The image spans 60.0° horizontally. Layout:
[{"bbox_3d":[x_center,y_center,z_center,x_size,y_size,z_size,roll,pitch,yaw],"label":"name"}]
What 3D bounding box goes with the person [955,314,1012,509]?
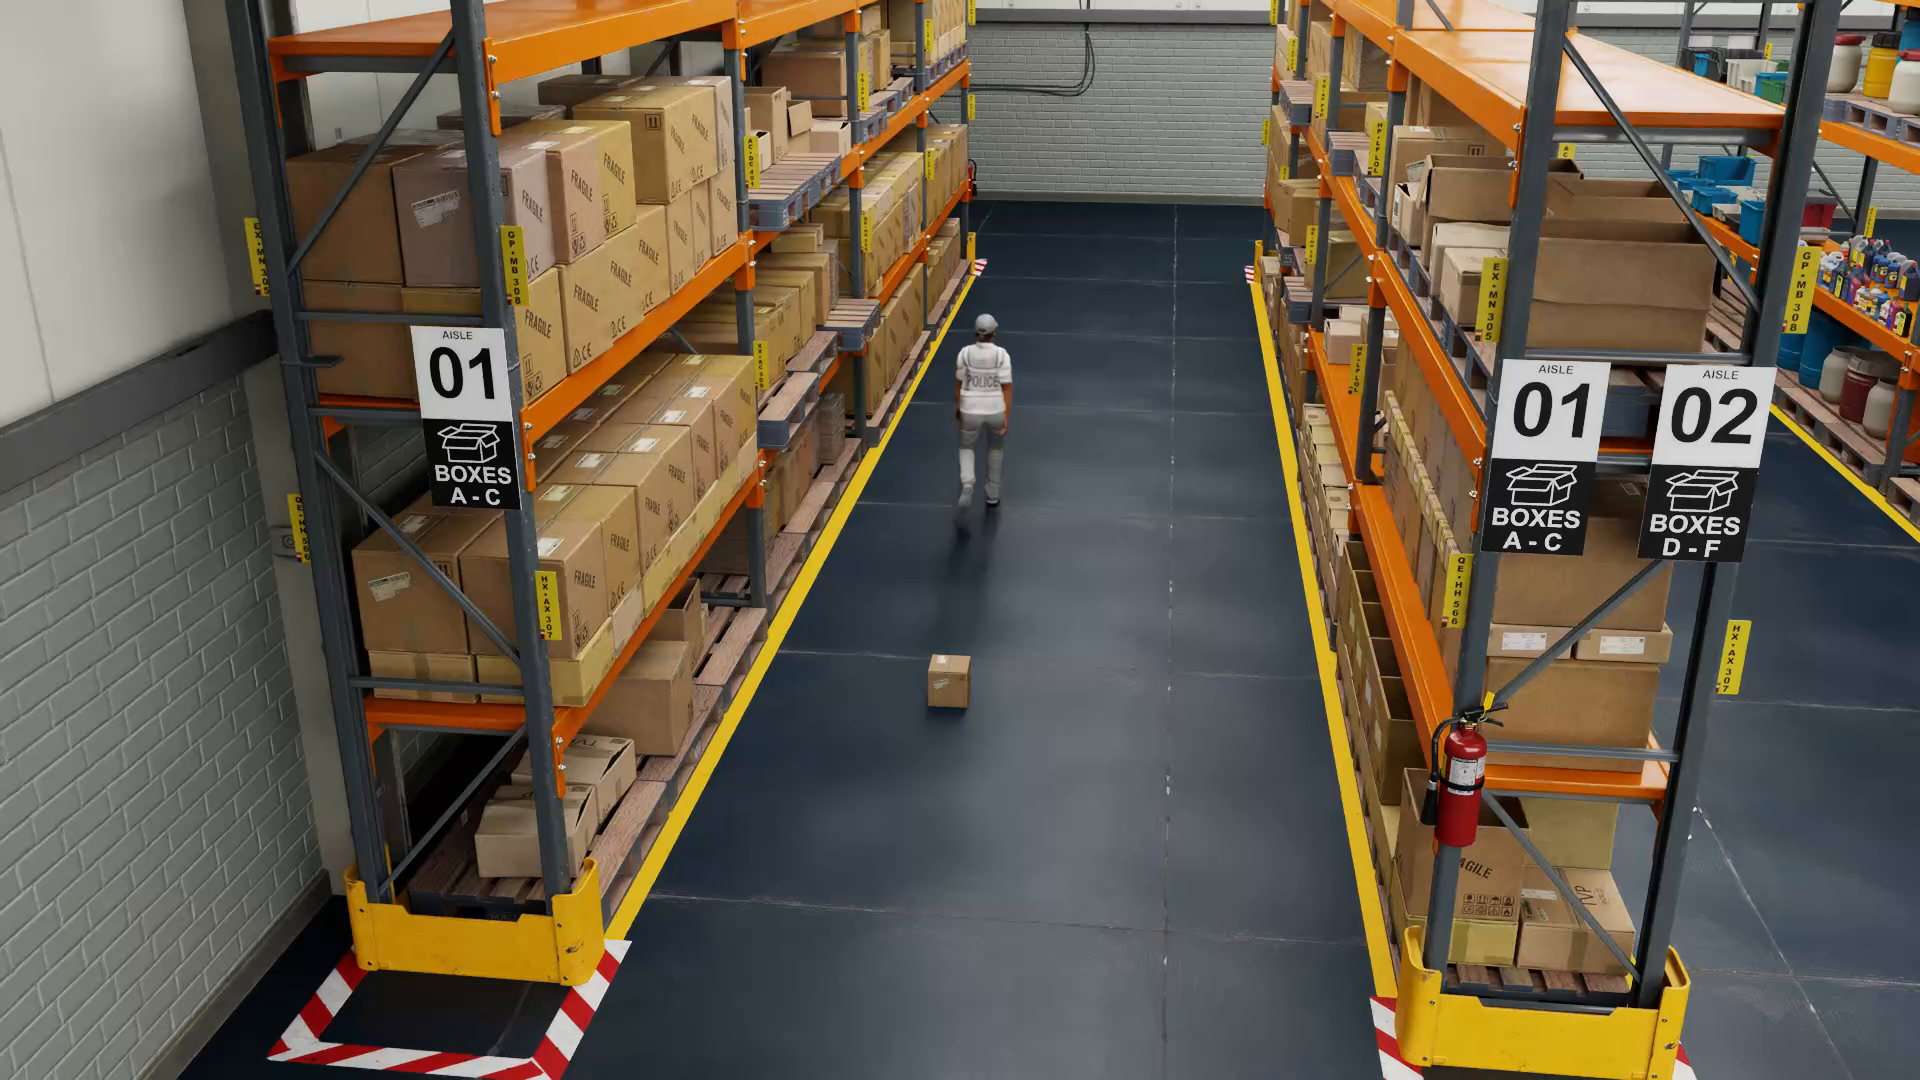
[{"bbox_3d":[0.190,-1.043,13.703,0.477,1.645,0.690,1,21,3],"label":"person"}]
